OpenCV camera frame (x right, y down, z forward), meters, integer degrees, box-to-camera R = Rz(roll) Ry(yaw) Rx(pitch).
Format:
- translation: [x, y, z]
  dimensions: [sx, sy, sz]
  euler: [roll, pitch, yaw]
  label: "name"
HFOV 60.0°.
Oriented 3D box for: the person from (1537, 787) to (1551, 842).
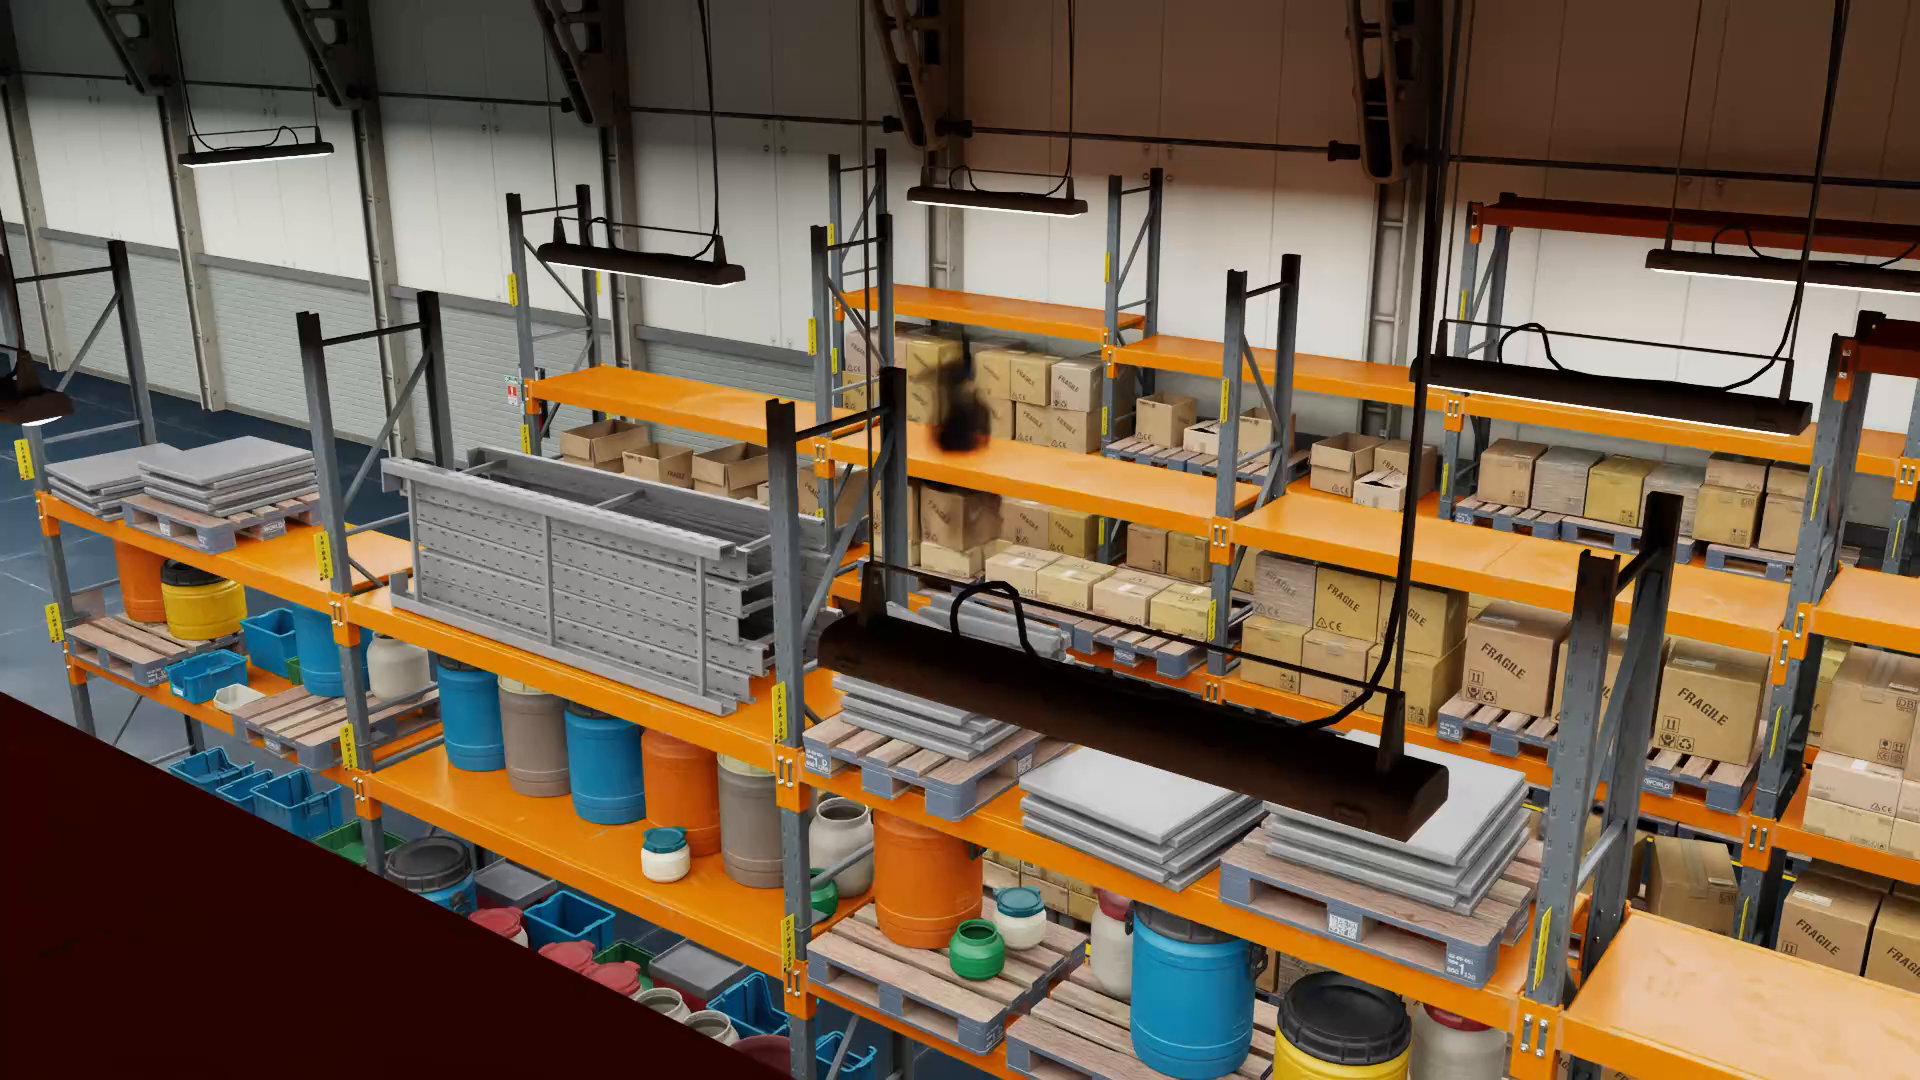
- translation: [5.484, 2.426, 15.075]
  dimensions: [0.827, 1.813, 0.654]
  euler: [11, 22, 31]
  label: "person"
